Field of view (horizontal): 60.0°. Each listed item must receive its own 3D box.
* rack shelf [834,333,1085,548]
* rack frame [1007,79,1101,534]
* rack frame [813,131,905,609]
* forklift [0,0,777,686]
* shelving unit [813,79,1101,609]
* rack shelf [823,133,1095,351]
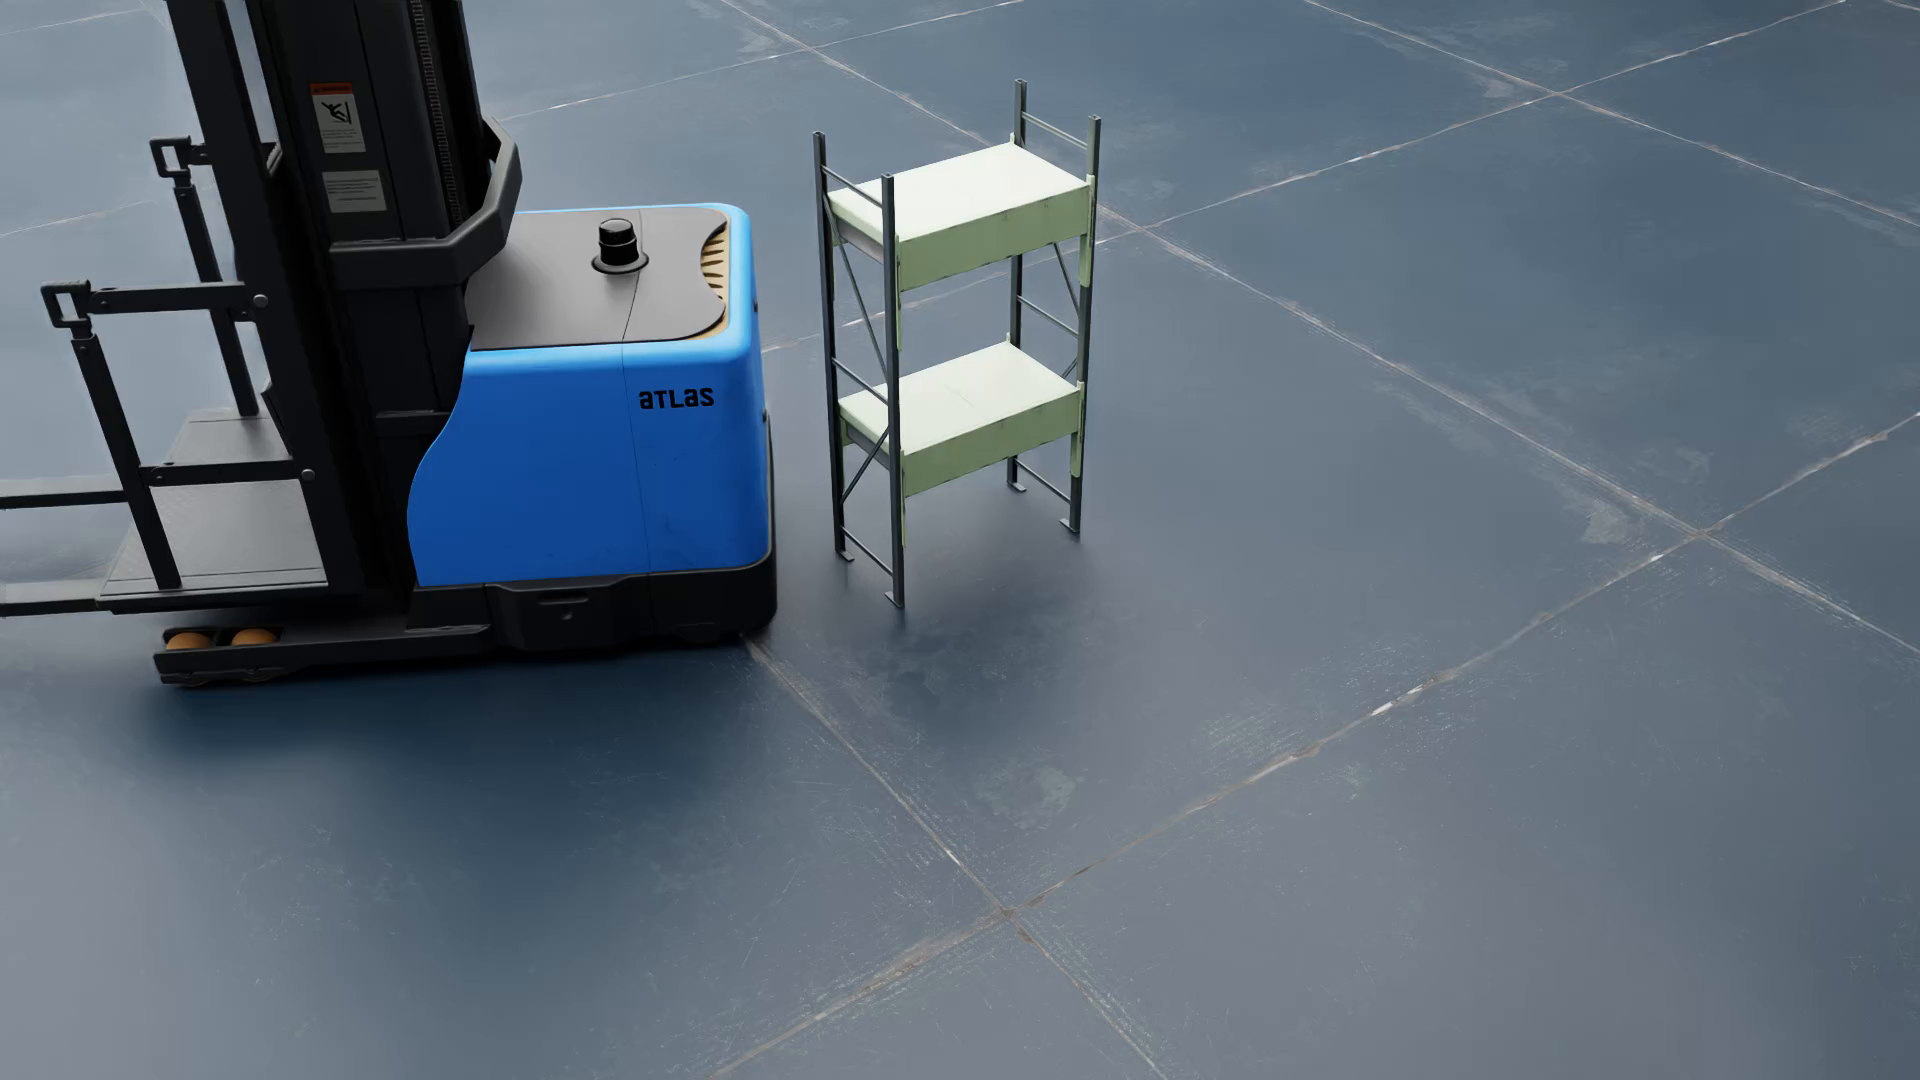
[{"bbox_3d":[-0.005,-0.342,5.499,0.720,0.370,0.431,-22,41,-28],"label":"rack shelf"},{"bbox_3d":[0.294,-0.730,5.480,0.023,1.500,0.400,-22,41,-28],"label":"rack frame"},{"bbox_3d":[-0.305,-0.484,5.138,0.023,1.500,0.400,-22,41,-28],"label":"rack frame"},{"bbox_3d":[-2.136,-1.065,4.720,3.031,2.935,1.130,-4,36,-5],"label":"forklift"},{"bbox_3d":[-0.005,-0.607,5.309,0.755,1.500,0.431,-22,41,-28],"label":"shelving unit"},{"bbox_3d":[-0.005,-0.923,5.081,0.720,0.370,0.431,-22,41,-28],"label":"rack shelf"}]
